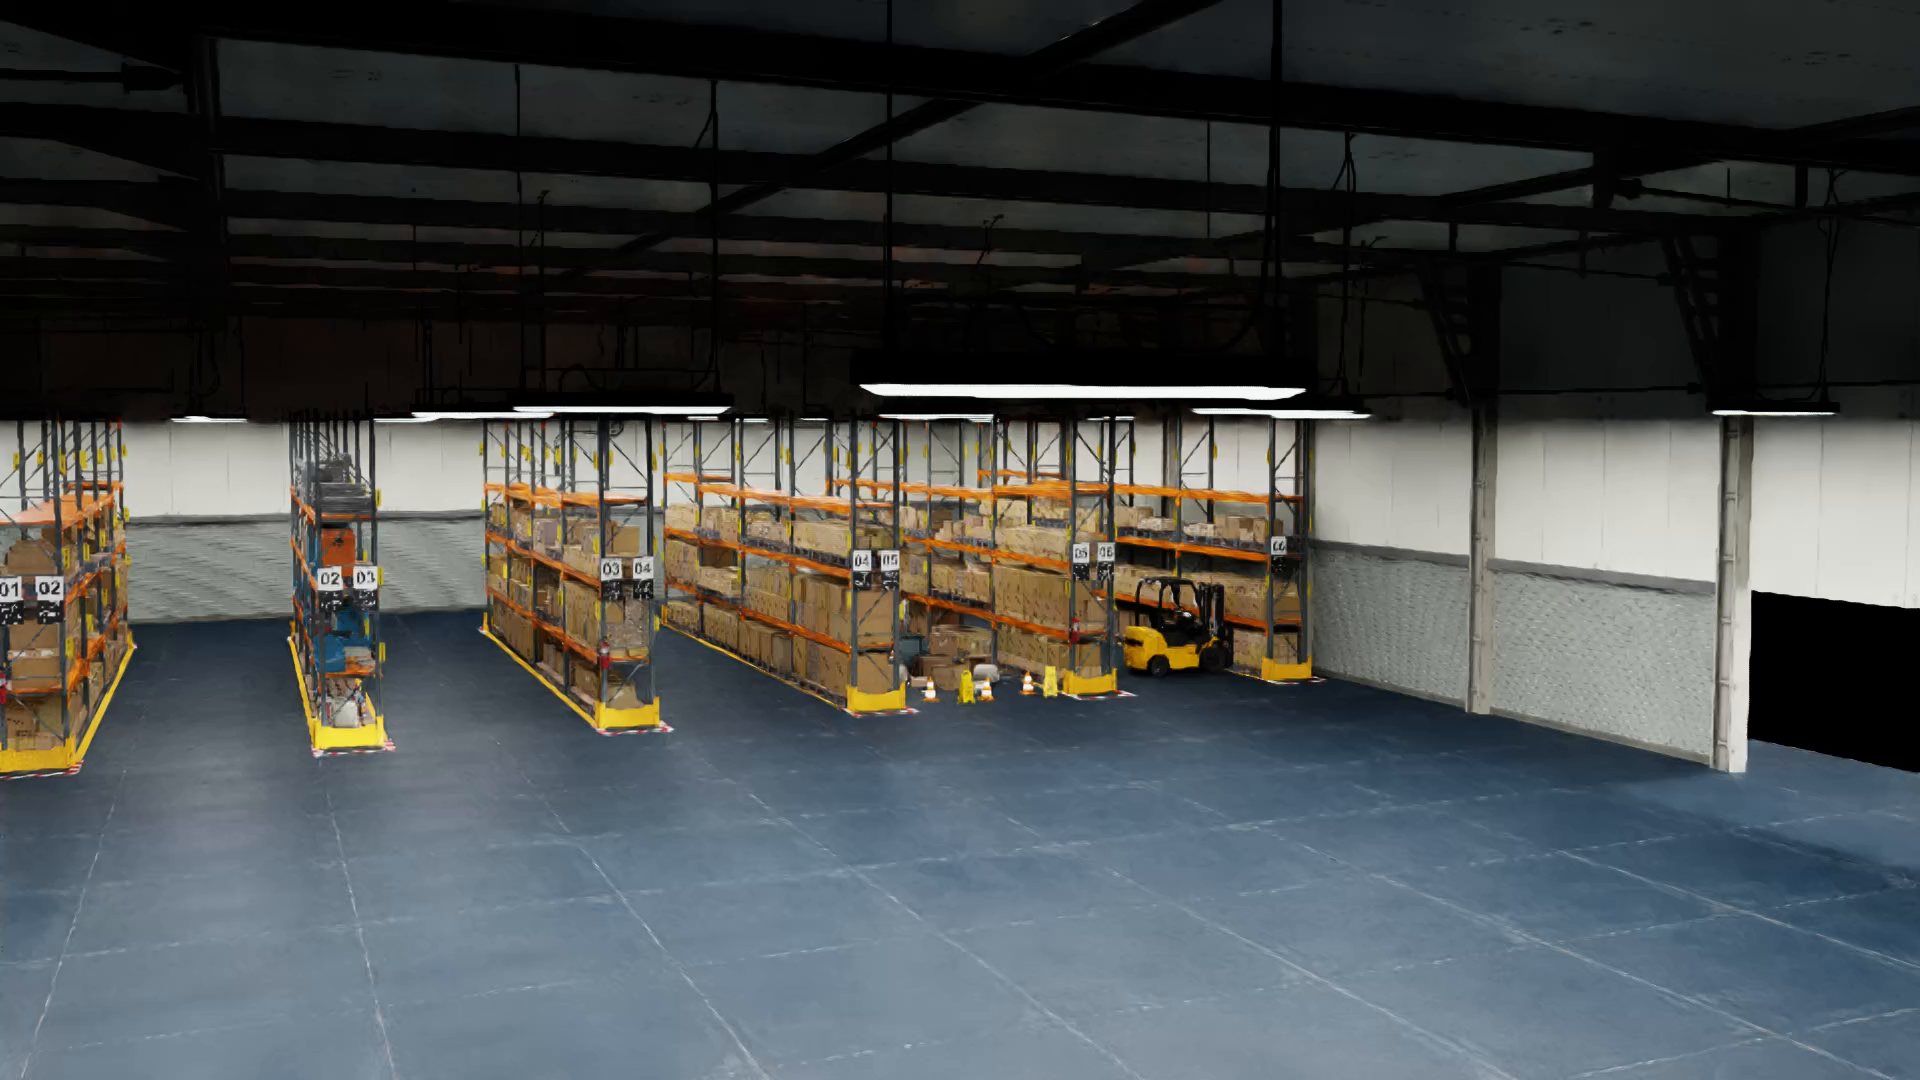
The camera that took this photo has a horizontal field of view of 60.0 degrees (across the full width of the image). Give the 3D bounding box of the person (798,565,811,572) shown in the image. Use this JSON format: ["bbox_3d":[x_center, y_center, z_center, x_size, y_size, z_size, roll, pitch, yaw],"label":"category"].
[{"bbox_3d":[-4.922,1.212,51.704,0.530,1.773,0.716,2,5,28],"label":"person"}]

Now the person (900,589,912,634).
[{"bbox_3d":[-1.391,2.020,41.310,0.534,1.589,0.522,0,4,2],"label":"person"}]
